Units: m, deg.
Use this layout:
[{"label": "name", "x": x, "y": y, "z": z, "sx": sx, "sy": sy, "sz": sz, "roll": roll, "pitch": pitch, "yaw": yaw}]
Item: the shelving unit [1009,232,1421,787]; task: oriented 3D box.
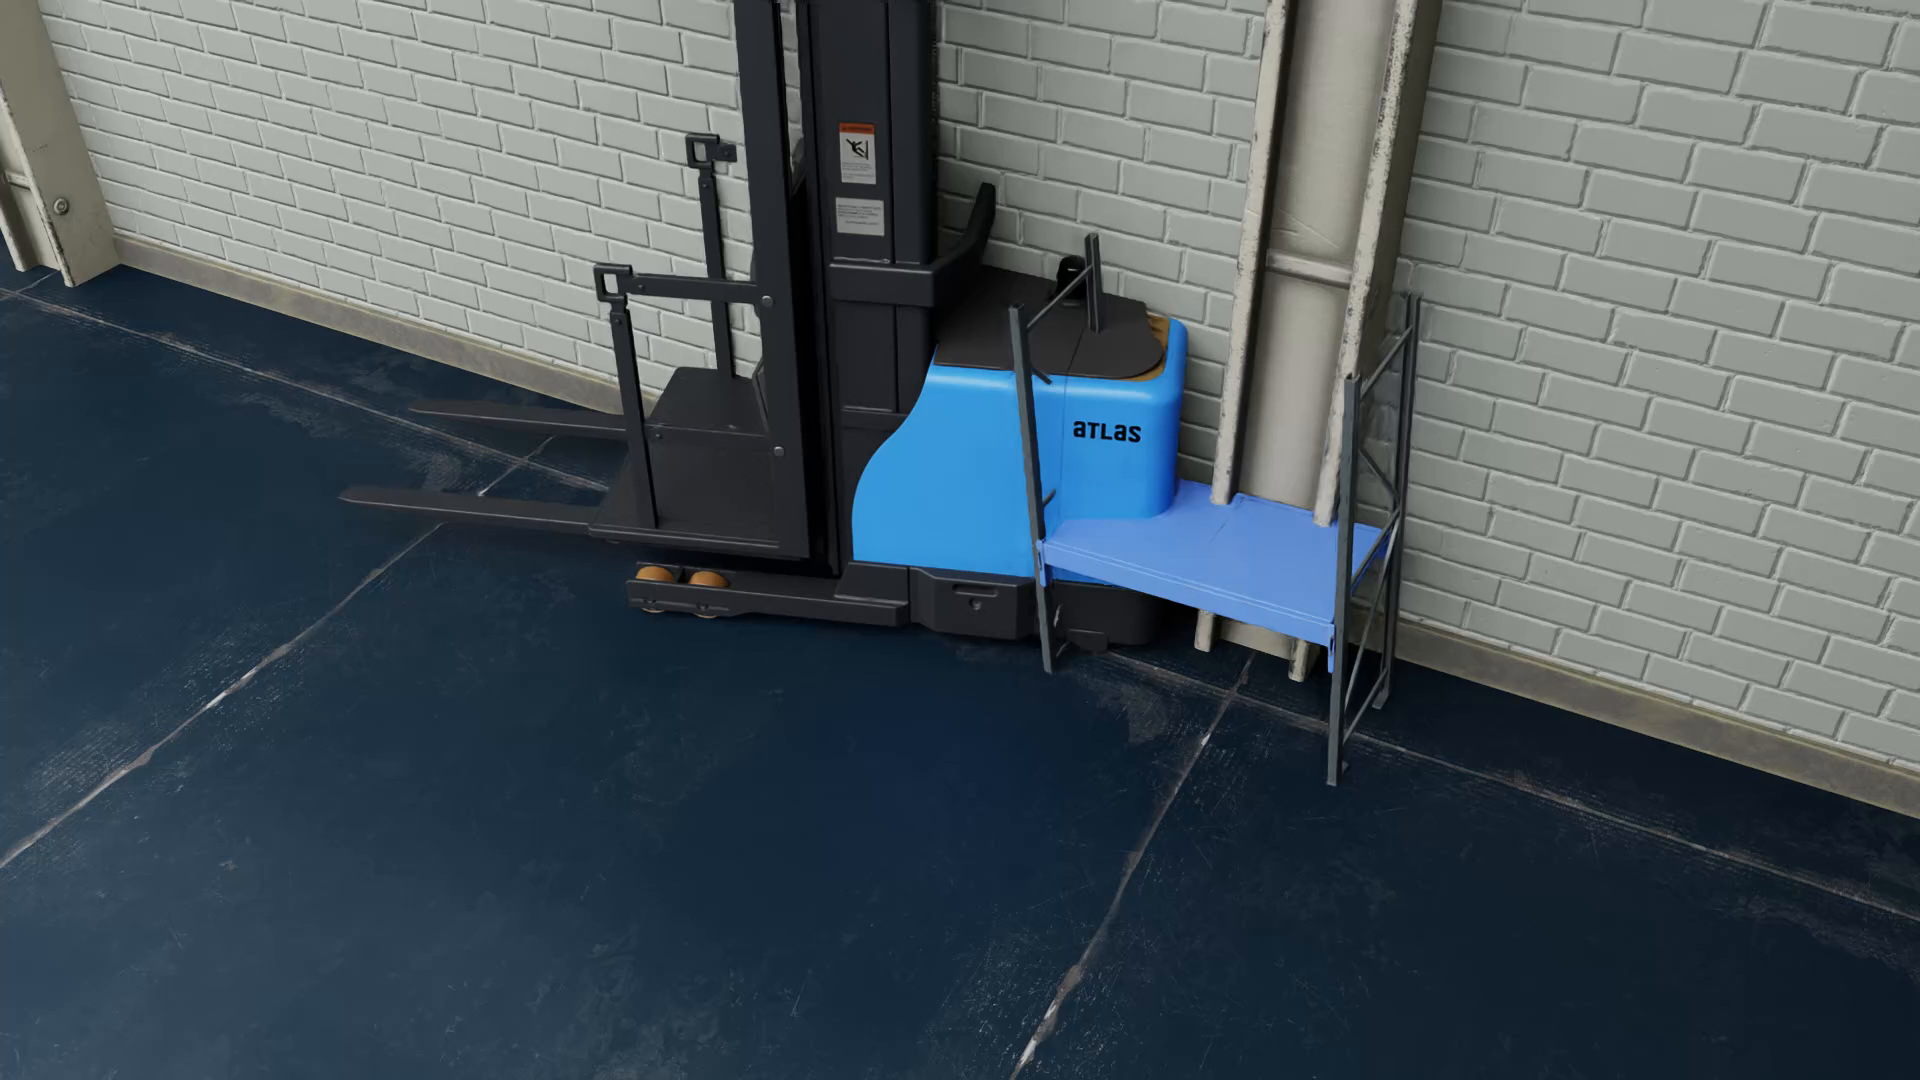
[{"label": "shelving unit", "x": 0.791, "y": -0.086, "z": 5.177, "sx": 1.048, "sy": 1.500, "sz": 0.538, "roll": 16, "pitch": 43, "yaw": 28}]

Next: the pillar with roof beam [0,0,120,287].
[{"label": "pillar with roof beam", "x": -6.252, "y": -2.596, "z": 2.228, "sx": 0.400, "sy": 9.000, "sz": 9.100, "roll": 17, "pitch": 41, "yaw": 21}]

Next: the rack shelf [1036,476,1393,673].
[{"label": "rack shelf", "x": 0.810, "y": 0.056, "z": 5.286, "sx": 1.000, "sy": 0.185, "sz": 0.538, "roll": 16, "pitch": 43, "yaw": 28}]

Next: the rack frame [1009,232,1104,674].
[{"label": "rack frame", "x": 0.361, "y": -0.213, "z": 5.416, "sx": 0.032, "sy": 1.500, "sz": 0.500, "roll": 16, "pitch": 43, "yaw": 28}]

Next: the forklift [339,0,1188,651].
[{"label": "forklift", "x": -0.729, "y": -1.199, "z": 5.406, "sx": 3.031, "sy": 2.935, "sz": 1.130, "roll": 5, "pitch": 38, "yaw": 7}]

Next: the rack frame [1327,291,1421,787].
[{"label": "rack frame", "x": 1.221, "y": 0.040, "z": 4.938, "sx": 0.032, "sy": 1.500, "sz": 0.500, "roll": 16, "pitch": 43, "yaw": 28}]
